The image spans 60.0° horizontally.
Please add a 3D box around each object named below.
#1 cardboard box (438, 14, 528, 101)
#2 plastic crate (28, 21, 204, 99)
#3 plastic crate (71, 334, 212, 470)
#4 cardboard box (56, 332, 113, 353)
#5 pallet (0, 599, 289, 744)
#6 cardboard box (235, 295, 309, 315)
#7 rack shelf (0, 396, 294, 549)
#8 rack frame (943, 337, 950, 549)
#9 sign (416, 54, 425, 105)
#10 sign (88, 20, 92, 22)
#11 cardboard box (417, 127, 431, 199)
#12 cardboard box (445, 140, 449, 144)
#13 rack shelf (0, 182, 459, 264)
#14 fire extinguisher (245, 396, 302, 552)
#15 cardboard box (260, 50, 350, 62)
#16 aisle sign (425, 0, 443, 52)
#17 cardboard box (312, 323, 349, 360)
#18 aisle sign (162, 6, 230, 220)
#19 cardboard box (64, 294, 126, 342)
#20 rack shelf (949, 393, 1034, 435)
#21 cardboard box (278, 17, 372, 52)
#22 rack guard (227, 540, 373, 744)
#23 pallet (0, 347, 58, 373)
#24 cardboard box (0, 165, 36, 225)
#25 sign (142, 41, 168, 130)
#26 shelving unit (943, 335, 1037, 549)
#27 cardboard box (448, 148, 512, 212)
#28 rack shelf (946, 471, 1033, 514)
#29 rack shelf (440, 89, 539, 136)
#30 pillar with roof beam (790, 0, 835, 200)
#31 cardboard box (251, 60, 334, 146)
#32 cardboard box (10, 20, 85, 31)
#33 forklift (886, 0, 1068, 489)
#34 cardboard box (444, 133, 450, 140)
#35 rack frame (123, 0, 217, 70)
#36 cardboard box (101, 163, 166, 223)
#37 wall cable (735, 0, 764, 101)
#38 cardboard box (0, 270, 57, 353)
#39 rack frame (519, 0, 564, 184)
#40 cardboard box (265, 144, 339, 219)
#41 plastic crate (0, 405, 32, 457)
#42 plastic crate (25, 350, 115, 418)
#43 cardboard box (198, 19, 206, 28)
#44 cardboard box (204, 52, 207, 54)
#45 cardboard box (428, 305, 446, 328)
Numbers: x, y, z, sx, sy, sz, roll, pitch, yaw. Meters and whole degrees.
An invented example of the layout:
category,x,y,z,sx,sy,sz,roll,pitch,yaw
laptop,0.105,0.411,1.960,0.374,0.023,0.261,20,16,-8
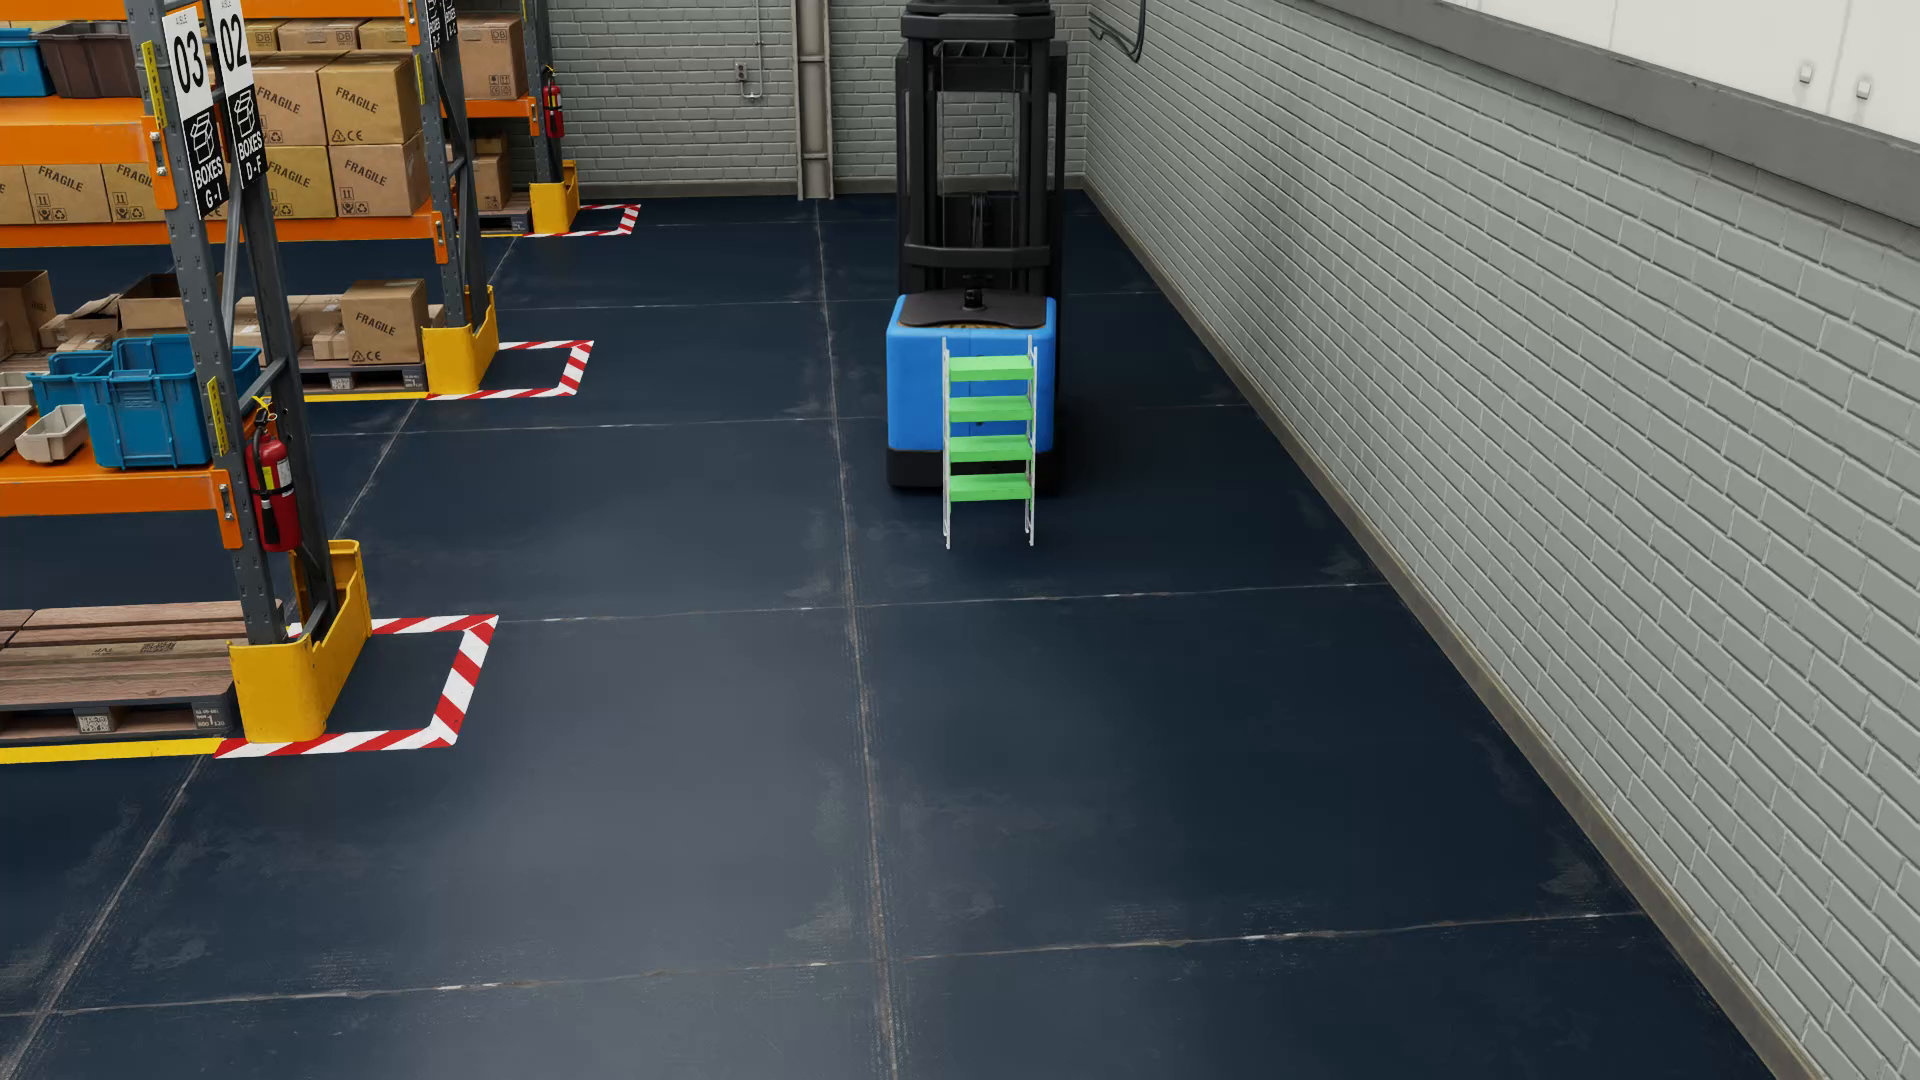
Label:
category,x,y,z,sx,sy,sz,roll,pitch,yaw
cardboard box,-4.685,-4.785,16.453,0.700,0.700,0.980,-1,24,-3
plastic crate,-3.615,-2.076,7.196,0.590,0.269,0.497,-2,24,-5
plastic crate,-3.520,-0.623,7.340,0.499,0.435,0.616,-2,24,-5
cardboard box,-6.370,-1.385,12.119,0.250,0.166,0.380,-2,24,-5
pallet,-4.029,0.624,8.087,1.213,0.211,1.003,-2,24,-5
cardboard box,-5.252,-1.668,12.653,0.500,0.250,0.500,-2,24,-5
rack shelf,-5.195,-0.259,7.526,4.000,0.370,1.077,-2,24,-5
rack frame,-0.078,-0.545,9.499,0.015,1.200,0.240,-2,24,-5
sign,-3.653,-3.119,11.259,0.005,0.325,0.100,-2,24,-5
sign,-8.096,-4.787,15.498,0.005,0.325,0.100,-2,24,-5
cardboard box,-4.155,-2.805,12.244,0.500,0.500,0.500,-2,24,-4
cardboard box,-5.230,-3.861,16.505,0.250,0.149,0.380,-2,24,-4
rack shelf,-5.678,-2.262,12.031,4.000,0.370,1.077,-2,24,-5
fire extinguisher,-3.010,-0.285,7.251,0.183,0.674,0.296,-2,24,-5
cardboard box,-4.675,-3.238,11.987,0.500,0.500,0.500,-2,24,-5
aisle sign,-3.590,-3.737,11.264,0.004,0.787,0.394,-2,24,-5
cardboard box,-4.617,-1.476,12.323,0.250,0.166,0.380,-2,24,-5
aisle sign,-3.104,-1.740,6.772,0.004,0.787,0.394,-2,24,-5
cardboard box,-6.383,-1.650,12.539,0.500,0.311,0.500,-2,24,-5
rack shelf,0.165,-0.716,9.450,0.480,0.148,0.258,-2,24,-5
cardboard box,-6.168,-4.725,16.317,0.700,0.700,0.980,-3,24,-8
rack guard,-3.182,0.468,8.081,0.348,0.500,1.175,-2,24,-5
pallet,-6.985,-1.263,12.332,1.213,0.211,1.003,-2,24,-5
cardboard box,-6.625,-2.488,11.532,0.500,0.500,0.500,-2,24,-4
sign,-3.135,-1.769,6.473,0.005,0.325,0.100,-2,24,-5
shelving unit,0.165,-0.555,9.521,0.503,1.200,0.258,-2,24,-5
cardboard box,-4.865,-3.654,16.838,0.500,0.500,0.700,-2,24,-5
rack shelf,0.165,-0.277,9.645,0.480,0.148,0.258,-2,24,-5
rack shelf,-6.169,-4.264,16.535,4.000,0.370,1.077,-2,24,-5
pillar with roof beam,-1.154,-6.131,12.465,0.400,9.000,9.100,-2,24,-5
cardboard box,-4.607,-3.023,11.505,0.500,0.500,0.500,-2,24,-4
cardboard box,-8.599,-4.924,15.698,0.500,0.250,0.500,-2,24,-4
forklift,0.149,-2.209,11.112,1.130,2.935,3.031,1,24,3
cardboard box,-5.265,-4.015,16.853,0.250,0.149,0.380,-2,24,-5
rack frame,-3.205,-3.409,6.341,0.127,3.000,1.000,-2,24,-5
cardboard box,-5.621,-2.528,11.622,0.500,0.500,0.500,-3,24,-6
wall cable,-2.997,-5.570,17.338,1.851,1.984,0.084,-2,24,-5
cardboard box,-7.130,-1.707,12.433,0.500,0.500,0.500,-2,24,-5
rack frame,-4.179,-4.672,16.569,0.127,3.000,1.000,-2,24,-5
cardboard box,-4.623,-2.566,11.707,0.500,0.500,0.500,-2,24,-5
plastic crate,-4.288,-0.463,7.350,0.243,0.136,0.396,-2,24,-5
plastic crate,-4.138,-0.716,7.800,0.300,0.233,0.416,-2,24,-5
cardboard box,-7.618,-4.665,16.183,0.700,0.700,0.980,-2,24,-4
cardboard box,-5.679,-3.199,11.900,0.500,0.500,0.500,-3,24,-6
cardboard box,-4.138,-1.691,12.829,0.250,0.149,0.380,-2,24,-5
